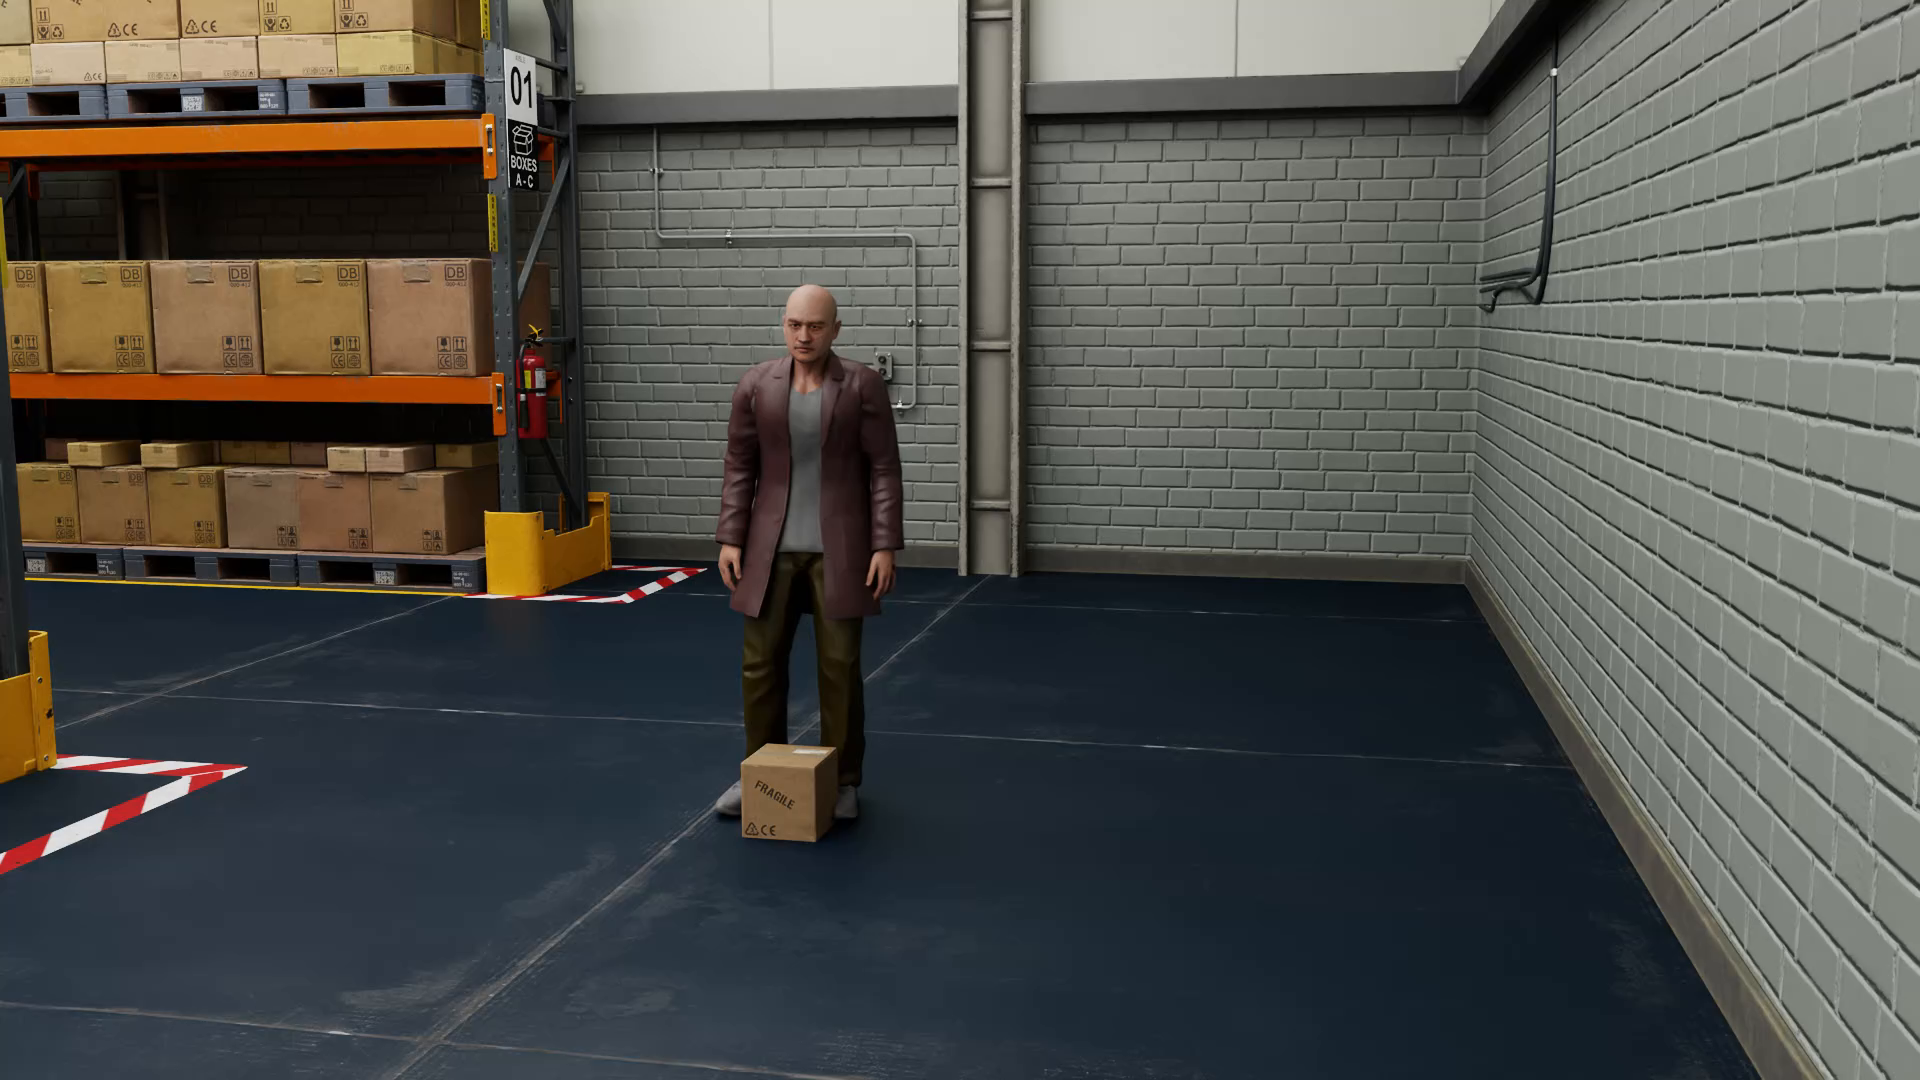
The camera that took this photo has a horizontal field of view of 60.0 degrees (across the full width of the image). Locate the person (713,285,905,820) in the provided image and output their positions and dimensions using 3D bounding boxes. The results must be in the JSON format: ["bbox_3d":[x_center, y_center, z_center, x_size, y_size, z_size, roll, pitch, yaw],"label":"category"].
[{"bbox_3d":[-0.506,0.039,5.586,0.647,1.772,0.429,1,8,8],"label":"person"}]
